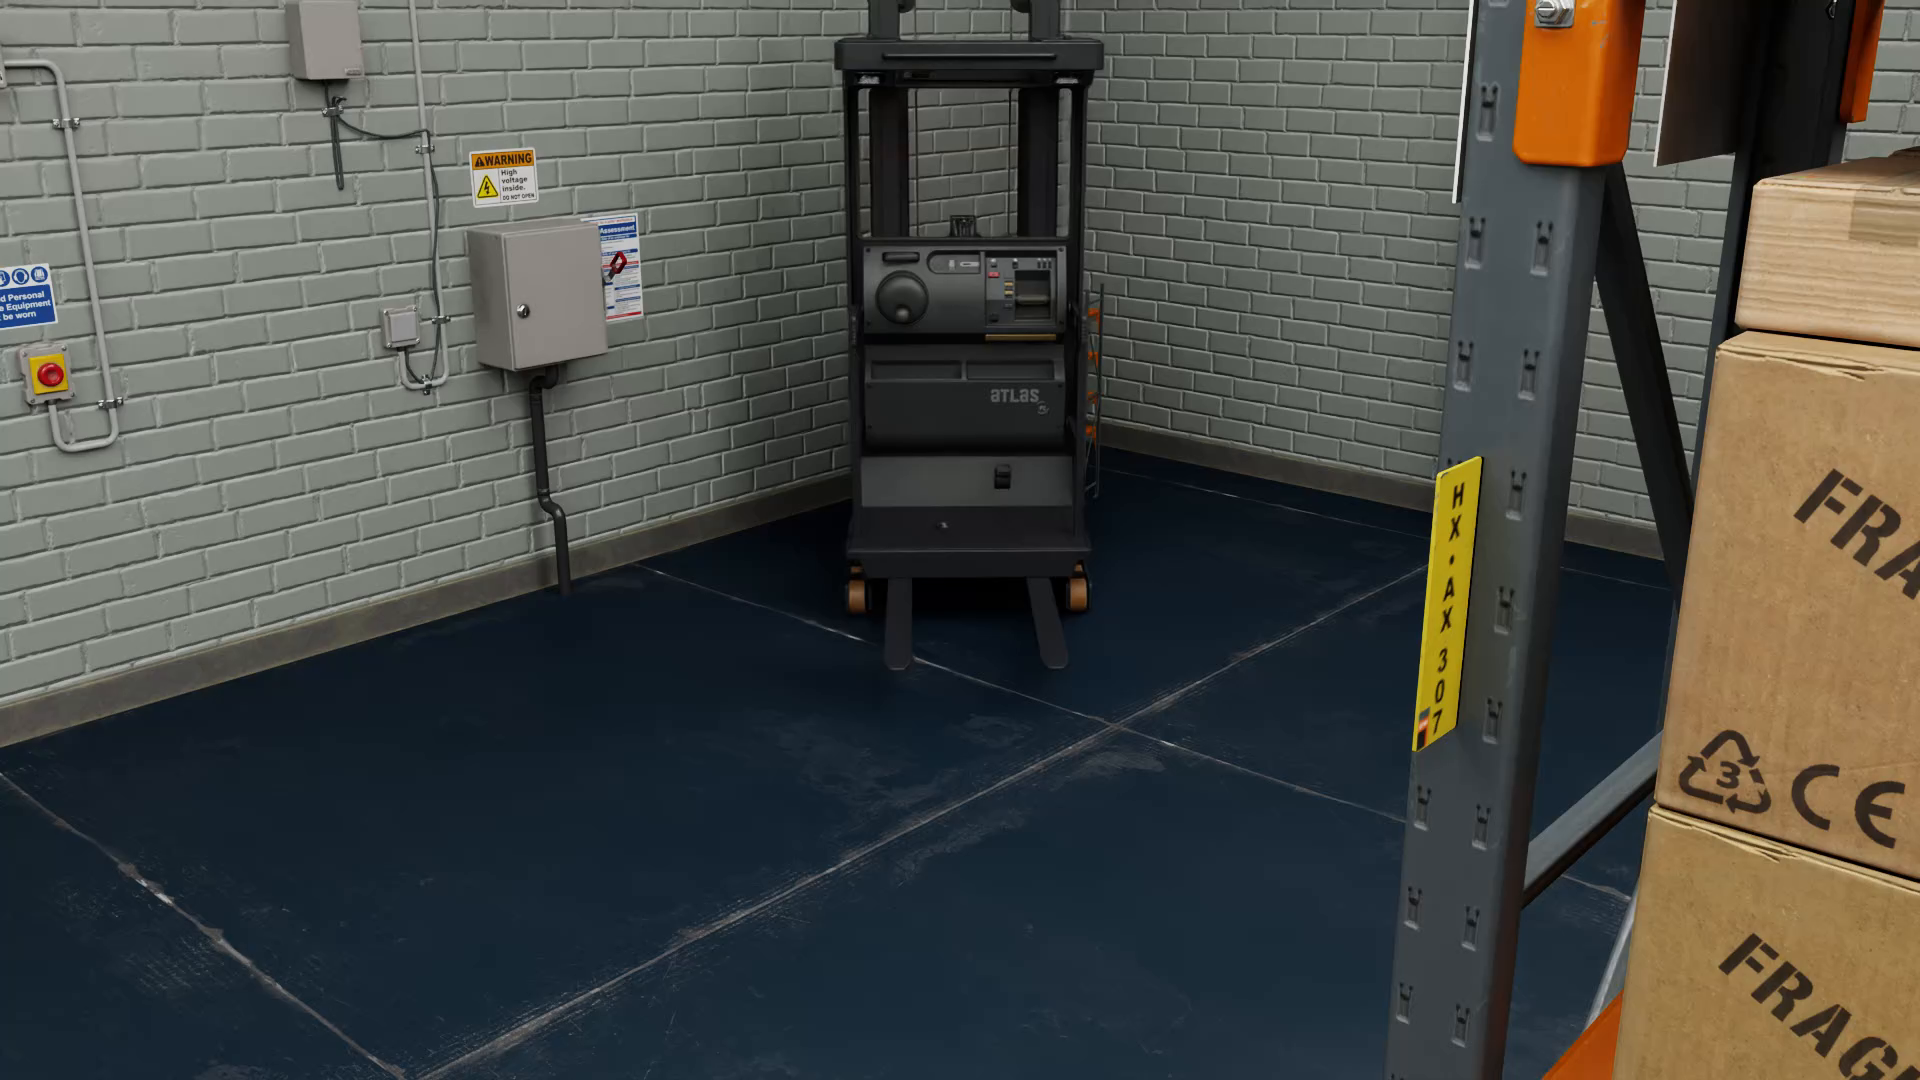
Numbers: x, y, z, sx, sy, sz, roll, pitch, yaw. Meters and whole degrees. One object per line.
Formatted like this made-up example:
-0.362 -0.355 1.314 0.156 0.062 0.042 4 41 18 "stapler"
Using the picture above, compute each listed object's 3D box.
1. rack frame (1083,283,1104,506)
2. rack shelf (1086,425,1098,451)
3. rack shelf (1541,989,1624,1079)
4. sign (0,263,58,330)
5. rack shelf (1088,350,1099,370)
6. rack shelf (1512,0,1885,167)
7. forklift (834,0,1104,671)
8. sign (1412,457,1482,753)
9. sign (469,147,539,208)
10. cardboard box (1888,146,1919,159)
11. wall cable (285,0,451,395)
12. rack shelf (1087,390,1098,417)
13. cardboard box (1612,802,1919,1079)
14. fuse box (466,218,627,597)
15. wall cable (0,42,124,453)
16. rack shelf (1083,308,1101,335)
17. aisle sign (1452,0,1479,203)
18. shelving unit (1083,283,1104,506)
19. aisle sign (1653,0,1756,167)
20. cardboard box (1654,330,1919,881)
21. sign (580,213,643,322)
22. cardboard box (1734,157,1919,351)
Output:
0.725 -0.792 9.123 0.015 1.200 0.240 8 19 25 "rack frame"
0.506 -0.571 9.305 0.480 0.148 0.258 8 19 25 "rack shelf"
2.413 1.144 1.237 4.000 0.370 1.077 15 23 39 "rack shelf"
-3.394 -0.857 5.908 0.001 0.218 0.327 15 23 39 "sign"
0.506 -0.973 9.177 0.480 0.148 0.258 8 19 25 "rack shelf"
2.413 -0.286 0.784 4.000 0.370 1.077 15 23 39 "rack shelf"
0.029 -1.153 7.399 1.130 2.935 3.031 0 18 -1 "forklift"
0.544 0.074 1.859 0.005 0.325 0.100 15 23 39 "sign"
-2.004 -1.596 7.316 0.001 0.242 0.339 15 23 39 "sign"
1.318 -0.407 2.045 0.250 0.149 0.380 15 23 40 "cardboard box"
-2.383 -1.535 6.809 0.122 1.984 0.588 15 23 39 "wall cable"
0.506 -0.760 9.245 0.480 0.148 0.258 8 19 25 "rack shelf"
1.085 0.513 1.870 0.500 0.500 0.500 15 23 39 "cardboard box"
-1.812 -0.559 7.545 0.414 1.711 0.539 15 23 39 "fuse box"
-3.316 -1.226 5.786 0.123 1.953 0.585 15 23 39 "wall cable"
0.506 -1.199 9.106 0.480 0.148 0.258 8 19 25 "rack shelf"
0.671 -0.788 1.839 0.004 0.787 0.394 15 23 39 "aisle sign"
0.506 -0.824 9.224 0.503 1.200 0.258 8 19 25 "shelving unit"
1.069 -0.924 2.267 0.004 0.787 0.394 15 23 39 "aisle sign"
1.087 0.036 1.721 0.500 0.500 0.500 14 23 38 "cardboard box"
-1.639 -1.281 7.847 0.001 0.494 0.329 15 23 39 "sign"
0.999 -0.300 1.707 0.250 0.149 0.380 16 23 40 "cardboard box"
